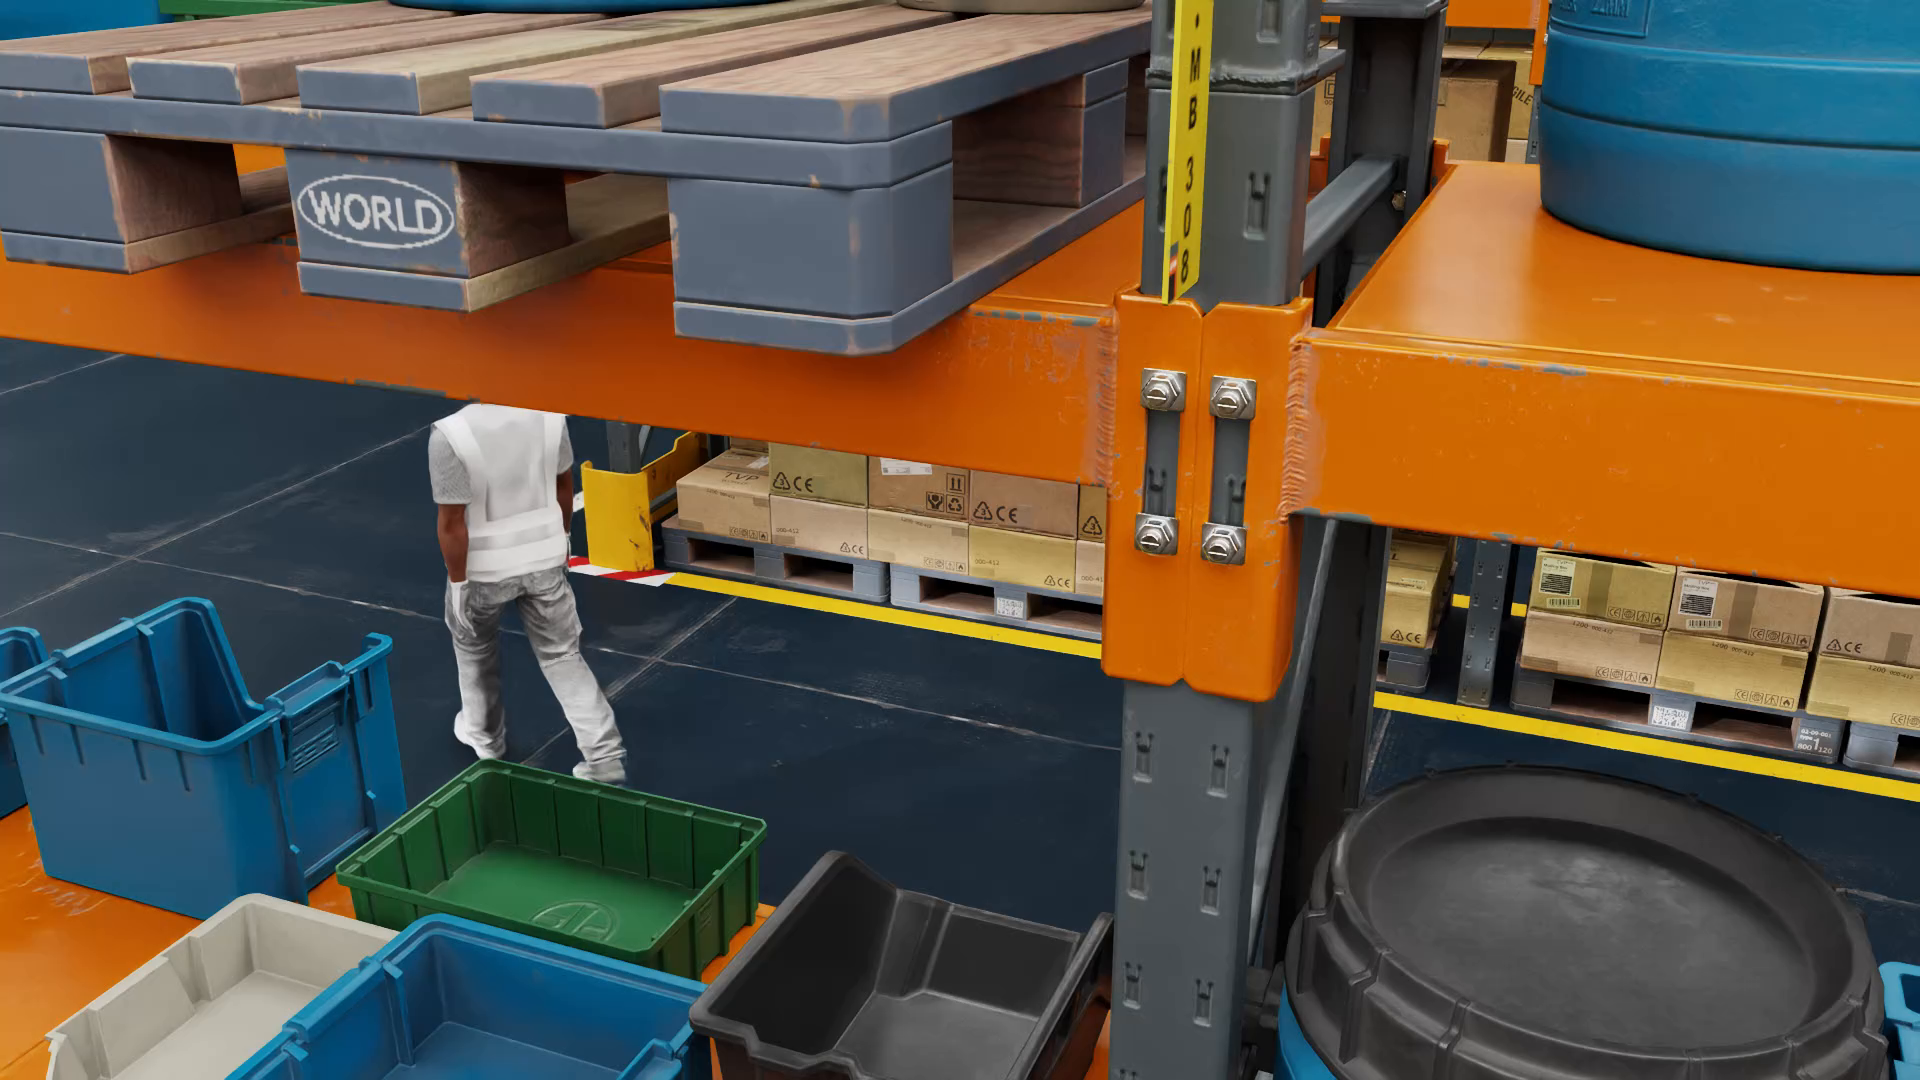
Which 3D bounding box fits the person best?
[{"bbox_3d":[-1.582,0.076,5.891,0.547,1.751,1.022,-17,27,-35],"label":"person"}]
